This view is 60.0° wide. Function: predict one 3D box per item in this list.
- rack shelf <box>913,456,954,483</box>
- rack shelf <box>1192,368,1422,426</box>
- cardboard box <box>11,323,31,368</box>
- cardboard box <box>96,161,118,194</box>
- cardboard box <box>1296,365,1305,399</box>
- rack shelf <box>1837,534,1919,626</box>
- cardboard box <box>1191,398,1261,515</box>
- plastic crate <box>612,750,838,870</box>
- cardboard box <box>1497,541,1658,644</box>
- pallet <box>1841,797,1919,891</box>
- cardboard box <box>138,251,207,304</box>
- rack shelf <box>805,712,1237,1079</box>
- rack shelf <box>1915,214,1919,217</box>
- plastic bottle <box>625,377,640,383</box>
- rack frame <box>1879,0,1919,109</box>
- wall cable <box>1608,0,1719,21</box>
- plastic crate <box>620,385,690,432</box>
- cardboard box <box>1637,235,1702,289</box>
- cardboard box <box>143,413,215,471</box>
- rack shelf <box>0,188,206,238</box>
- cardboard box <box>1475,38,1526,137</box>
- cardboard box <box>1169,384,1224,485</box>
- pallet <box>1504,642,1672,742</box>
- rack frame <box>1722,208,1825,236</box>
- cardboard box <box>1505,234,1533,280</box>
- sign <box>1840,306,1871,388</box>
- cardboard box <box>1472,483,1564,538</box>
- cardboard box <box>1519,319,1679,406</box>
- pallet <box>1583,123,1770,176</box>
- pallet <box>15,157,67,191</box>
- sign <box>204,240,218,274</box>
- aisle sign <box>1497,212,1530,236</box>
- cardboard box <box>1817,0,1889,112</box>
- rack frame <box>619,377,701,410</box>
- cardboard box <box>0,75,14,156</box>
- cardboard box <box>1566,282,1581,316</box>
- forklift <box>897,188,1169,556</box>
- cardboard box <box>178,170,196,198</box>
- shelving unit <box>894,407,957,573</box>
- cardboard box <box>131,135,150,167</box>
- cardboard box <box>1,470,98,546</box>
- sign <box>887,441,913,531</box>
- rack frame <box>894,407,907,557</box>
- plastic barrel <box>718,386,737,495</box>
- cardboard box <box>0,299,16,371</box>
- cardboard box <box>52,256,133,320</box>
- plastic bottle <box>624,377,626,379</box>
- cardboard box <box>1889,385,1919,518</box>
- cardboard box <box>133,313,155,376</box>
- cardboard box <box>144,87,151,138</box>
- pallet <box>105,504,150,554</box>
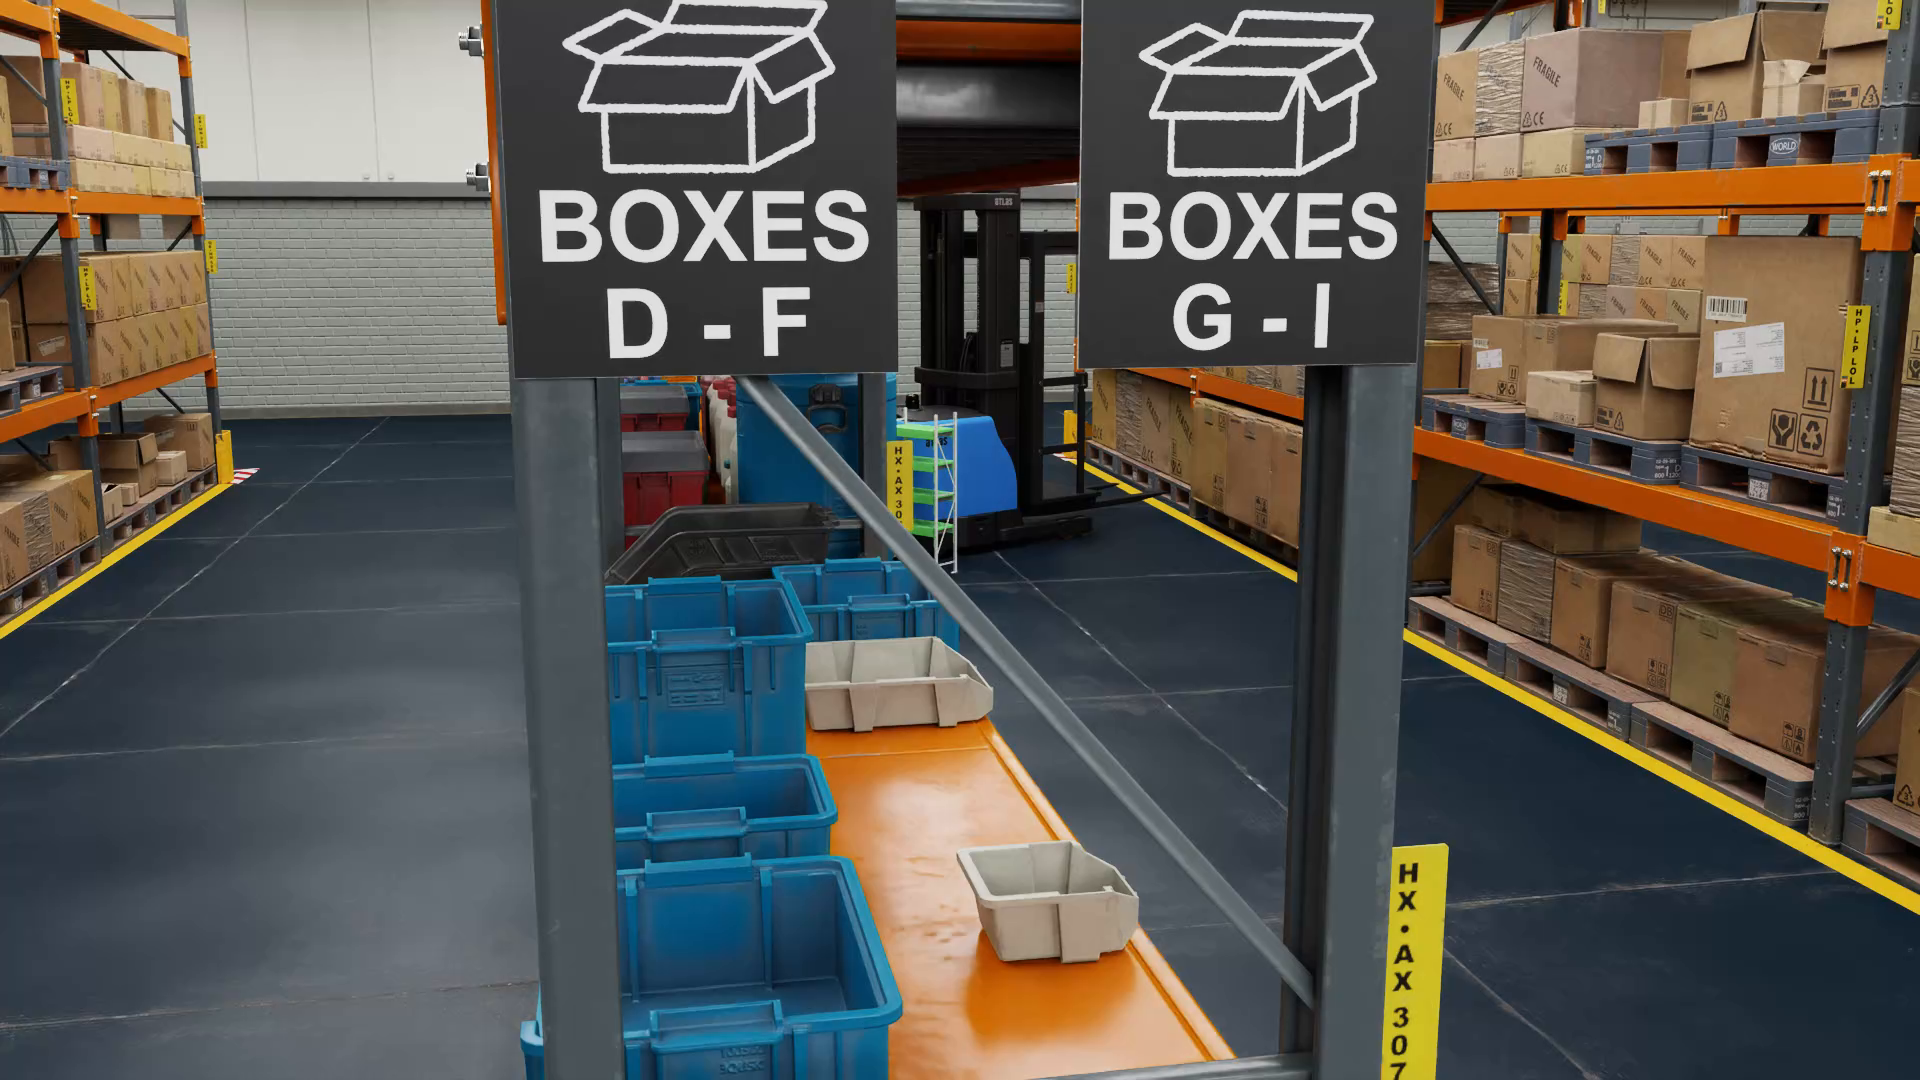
[{"bbox_3d":[-0.293,-0.535,12.354,0.480,0.148,0.258,9,14,39],"label":"rack shelf"},{"bbox_3d":[2.932,-0.965,12.669,1.077,0.370,4.000,-2,11,-11],"label":"rack shelf"},{"bbox_3d":[-7.524,-1.457,13.063,0.500,0.500,0.500,-2,11,-10],"label":"cardboard box"},{"bbox_3d":[-7.120,-2.916,13.371,0.500,0.250,0.500,-2,11,-11],"label":"cardboard box"},{"bbox_3d":[2.787,-1.269,12.074,0.500,0.500,0.500,-2,11,-13],"label":"cardboard box"},{"bbox_3d":[4.488,0.502,4.960,1.077,0.370,4.000,-2,11,-11],"label":"rack shelf"},{"bbox_3d":[2.687,-0.731,14.075,1.225,0.875,0.875,-2,11,-11],"label":"cardboard box"},{"bbox_3d":[-0.493,0.569,3.085,0.499,0.251,0.408,-2,11,-11],"label":"plastic crate"},{"bbox_3d":[3.592,0.284,9.693,0.700,0.500,0.500,-3,11,-16],"label":"cardboard box"},{"bbox_3d":[4.264,1.274,6.440,1.003,0.211,1.213,-2,11,-11],"label":"pallet"},{"bbox_3d":[-7.596,-2.528,16.015,0.500,0.500,0.500,-2,11,-12],"label":"cardboard box"},{"bbox_3d":[-0.370,0.682,4.013,1.077,0.370,4.000,-2,11,-11],"label":"rack shelf"},{"bbox_3d":[11.875,-3.533,18.136,1.077,0.370,4.000,-2,11,-11],"label":"rack shelf"},{"bbox_3d":[-2.247,-1.046,11.303,0.144,0.351,0.185,-2,11,-11],"label":"plastic bottle"},{"bbox_3d":[4.099,-3.165,6.259,1.000,3.000,0.127,-2,11,-11],"label":"rack frame"},{"bbox_3d":[10.842,-6.786,25.284,2.355,3.000,0.029,-2,11,-11],"label":"wall cable"},{"bbox_3d":[-1.523,-0.495,8.106,0.402,0.464,0.583,-2,11,-11],"label":"plastic crate"},{"bbox_3d":[6.966,-2.705,16.147,0.500,0.500,0.500,-2,11,-13],"label":"cardboard box"},{"bbox_3d":[-7.605,-0.957,16.210,0.500,0.500,0.500,-2,11,-11],"label":"cardboard box"},{"bbox_3d":[-7.564,-2.813,14.353,1.077,0.370,4.000,-2,11,-11],"label":"rack shelf"},{"bbox_3d":[3.255,-2.531,9.346,0.500,0.500,0.500,-2,11,-11],"label":"cardboard box"},{"bbox_3d":[2.493,-0.972,15.339,0.875,0.875,0.875,-2,11,-11],"label":"cardboard box"},{"bbox_3d":[3.706,0.785,9.008,1.003,0.211,1.213,-2,11,-11],"label":"pallet"},{"bbox_3d":[7.428,-1.847,15.379,1.000,3.000,0.127,-2,11,-11],"label":"rack frame"},{"bbox_3d":[6.477,-3.175,18.619,0.500,0.500,0.500,-2,11,-11],"label":"cardboard box"},{"bbox_3d":[3.555,-0.766,6.602,0.100,0.325,0.005,-2,11,-11],"label":"sign"},{"bbox_3d":[3.481,-0.186,10.157,0.500,0.250,0.500,-2,11,-9],"label":"cardboard box"},{"bbox_3d":[3.672,-1.011,9.594,0.700,0.500,0.500,0,11,-3],"label":"cardboard box"},{"bbox_3d":[3.879,-1.907,8.171,1.213,0.211,1.003,-2,11,-11],"label":"pallet"},{"bbox_3d":[-7.117,-2.585,11.735,1.213,0.211,1.003,-2,11,-11],"label":"pallet"},{"bbox_3d":[-7.404,-2.800,16.443,0.100,0.325,0.005,-2,11,-11],"label":"sign"},{"bbox_3d":[6.342,-3.860,19.003,0.394,0.787,0.004,-2,11,-11],"label":"aisle sign"},{"bbox_3d":[4.105,-2.038,6.962,0.797,0.503,0.637,-3,11,-14],"label":"cardboard box"},{"bbox_3d":[-1.537,-0.772,9.728,1.000,3.000,0.127,-2,11,-11],"label":"rack frame"},{"bbox_3d":[-7.149,-3.009,11.802,0.600,0.600,0.600,-3,11,-16],"label":"cardboard box"},{"bbox_3d":[6.678,-2.496,17.725,0.500,0.500,0.500,-2,11,-10],"label":"cardboard box"},{"bbox_3d":[0.479,-1.515,13.816,3.031,2.935,1.130,-9,14,-39],"label":"forklift"},{"bbox_3d":[-7.594,-3.375,15.783,0.500,0.250,0.500,-2,11,-11],"label":"cardboard box"},{"bbox_3d":[-0.293,-0.362,12.387,0.503,1.200,0.258,9,14,39],"label":"shelving unit"},{"bbox_3d":[-7.308,-3.345,14.290,0.500,0.250,0.500,-2,11,-11],"label":"cardboard box"},{"bbox_3d":[-6.798,-0.234,12.411,0.500,0.500,0.500,-2,11,-11],"label":"cardboard box"},{"bbox_3d":[-0.217,-0.192,5.942,0.100,0.325,0.005,-2,11,-11],"label":"sign"},{"bbox_3d":[-0.481,-0.391,12.540,0.015,1.200,0.240,9,14,39],"label":"rack frame"},{"bbox_3d":[-0.873,-0.423,7.531,0.433,0.535,0.433,0,11,0],"label":"plastic barrel"},{"bbox_3d":[-7.302,-1.486,12.092,0.700,0.500,0.500,-6,12,-30],"label":"cardboard box"},{"bbox_3d":[-7.091,-2.057,13.542,0.500,0.500,0.500,-2,11,-13],"label":"cardboard box"},{"bbox_3d":[-2.257,-0.983,11.148,0.061,0.283,0.133,-2,11,-11],"label":"plastic bottle"},{"bbox_3d":[4.126,-0.329,6.337,0.875,0.500,0.500,-2,11,-11],"label":"cardboard box"},{"bbox_3d":[-7.204,-1.664,14.149,0.500,0.500,0.500,-2,11,-11],"label":"cardboard box"},{"bbox_3d":[-7.822,-3.885,15.121,0.700,0.500,0.500,-2,11,-11],"label":"cardboard box"},{"bbox_3d":[-7.307,-0.082,13.562,1.003,0.211,1.213,-2,11,-11],"label":"pallet"}]
